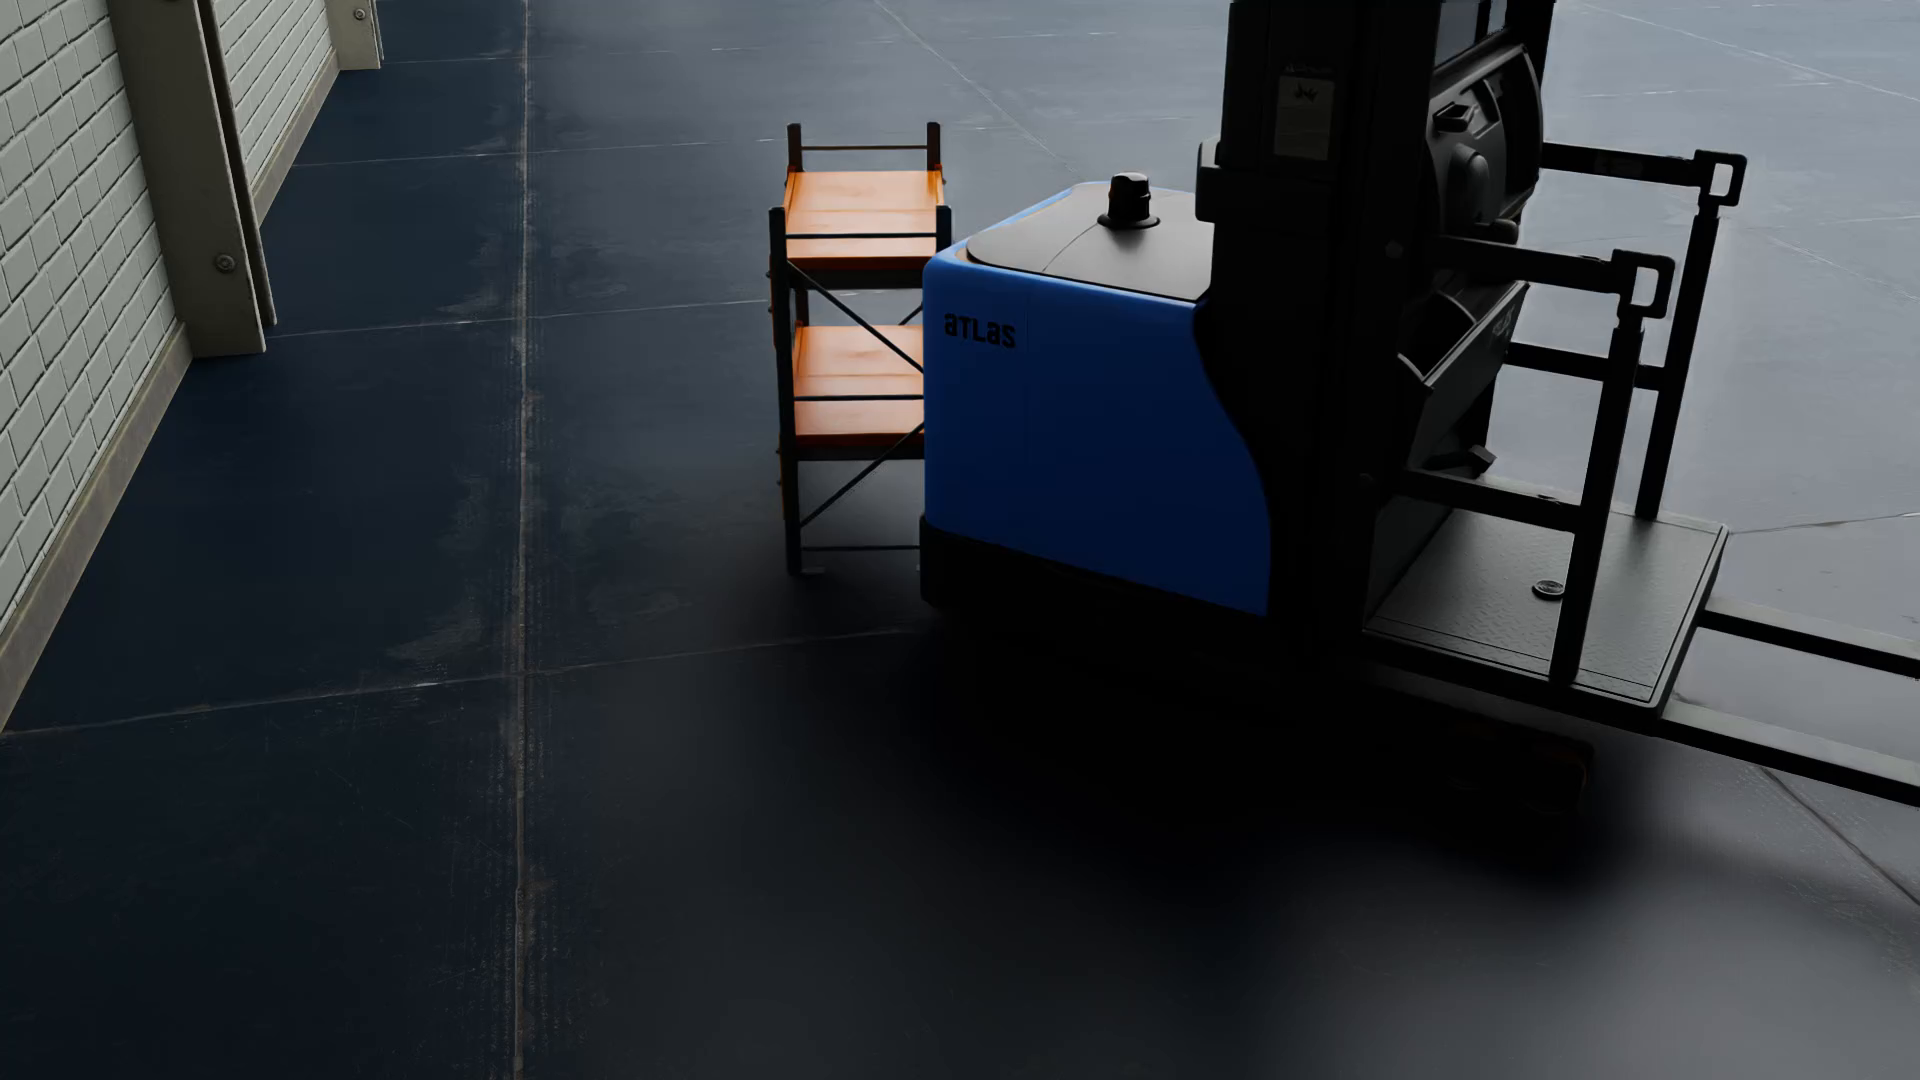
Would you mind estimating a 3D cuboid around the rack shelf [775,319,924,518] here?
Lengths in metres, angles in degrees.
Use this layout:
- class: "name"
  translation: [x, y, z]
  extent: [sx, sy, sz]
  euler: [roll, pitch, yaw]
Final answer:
- class: "rack shelf"
  translation: [-0.294, -0.419, 5.375]
  extent: [0.538, 0.278, 1.000]
  euler: [-1, 27, -2]

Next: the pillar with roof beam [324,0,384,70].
- class: "pillar with roof beam"
  translation: [-0.182, -7.922, 10.958]
  extent: [9.100, 9.000, 0.400]
  euler: [-6, 27, -12]

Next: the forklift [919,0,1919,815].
- class: "forklift"
  translation: [1.416, -0.930, 3.839]
  extent: [3.031, 2.935, 1.130]
  euler: [15, 30, 27]

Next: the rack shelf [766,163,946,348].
- class: "rack shelf"
  translation: [-0.294, -0.899, 5.133]
  extent: [0.538, 0.278, 1.000]
  euler: [-1, 27, -2]

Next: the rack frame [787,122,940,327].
- class: "rack frame"
  translation: [-0.316, -0.866, 5.718]
  extent: [0.500, 1.125, 0.032]
  euler: [-1, 27, -2]

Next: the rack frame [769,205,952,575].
- class: "rack frame"
  translation: [-0.273, -0.409, 4.811]
  extent: [0.500, 1.125, 0.032]
  euler: [-1, 27, -2]

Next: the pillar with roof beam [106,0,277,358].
- class: "pillar with roof beam"
  translation: [1.170, -5.288, 5.740]
  extent: [9.100, 9.000, 0.400]
  euler: [-6, 27, -12]

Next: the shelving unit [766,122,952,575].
- class: "shelving unit"
  translation: [-0.294, -0.638, 5.265]
  extent: [0.538, 1.125, 1.048]
  euler: [-1, 27, -2]
